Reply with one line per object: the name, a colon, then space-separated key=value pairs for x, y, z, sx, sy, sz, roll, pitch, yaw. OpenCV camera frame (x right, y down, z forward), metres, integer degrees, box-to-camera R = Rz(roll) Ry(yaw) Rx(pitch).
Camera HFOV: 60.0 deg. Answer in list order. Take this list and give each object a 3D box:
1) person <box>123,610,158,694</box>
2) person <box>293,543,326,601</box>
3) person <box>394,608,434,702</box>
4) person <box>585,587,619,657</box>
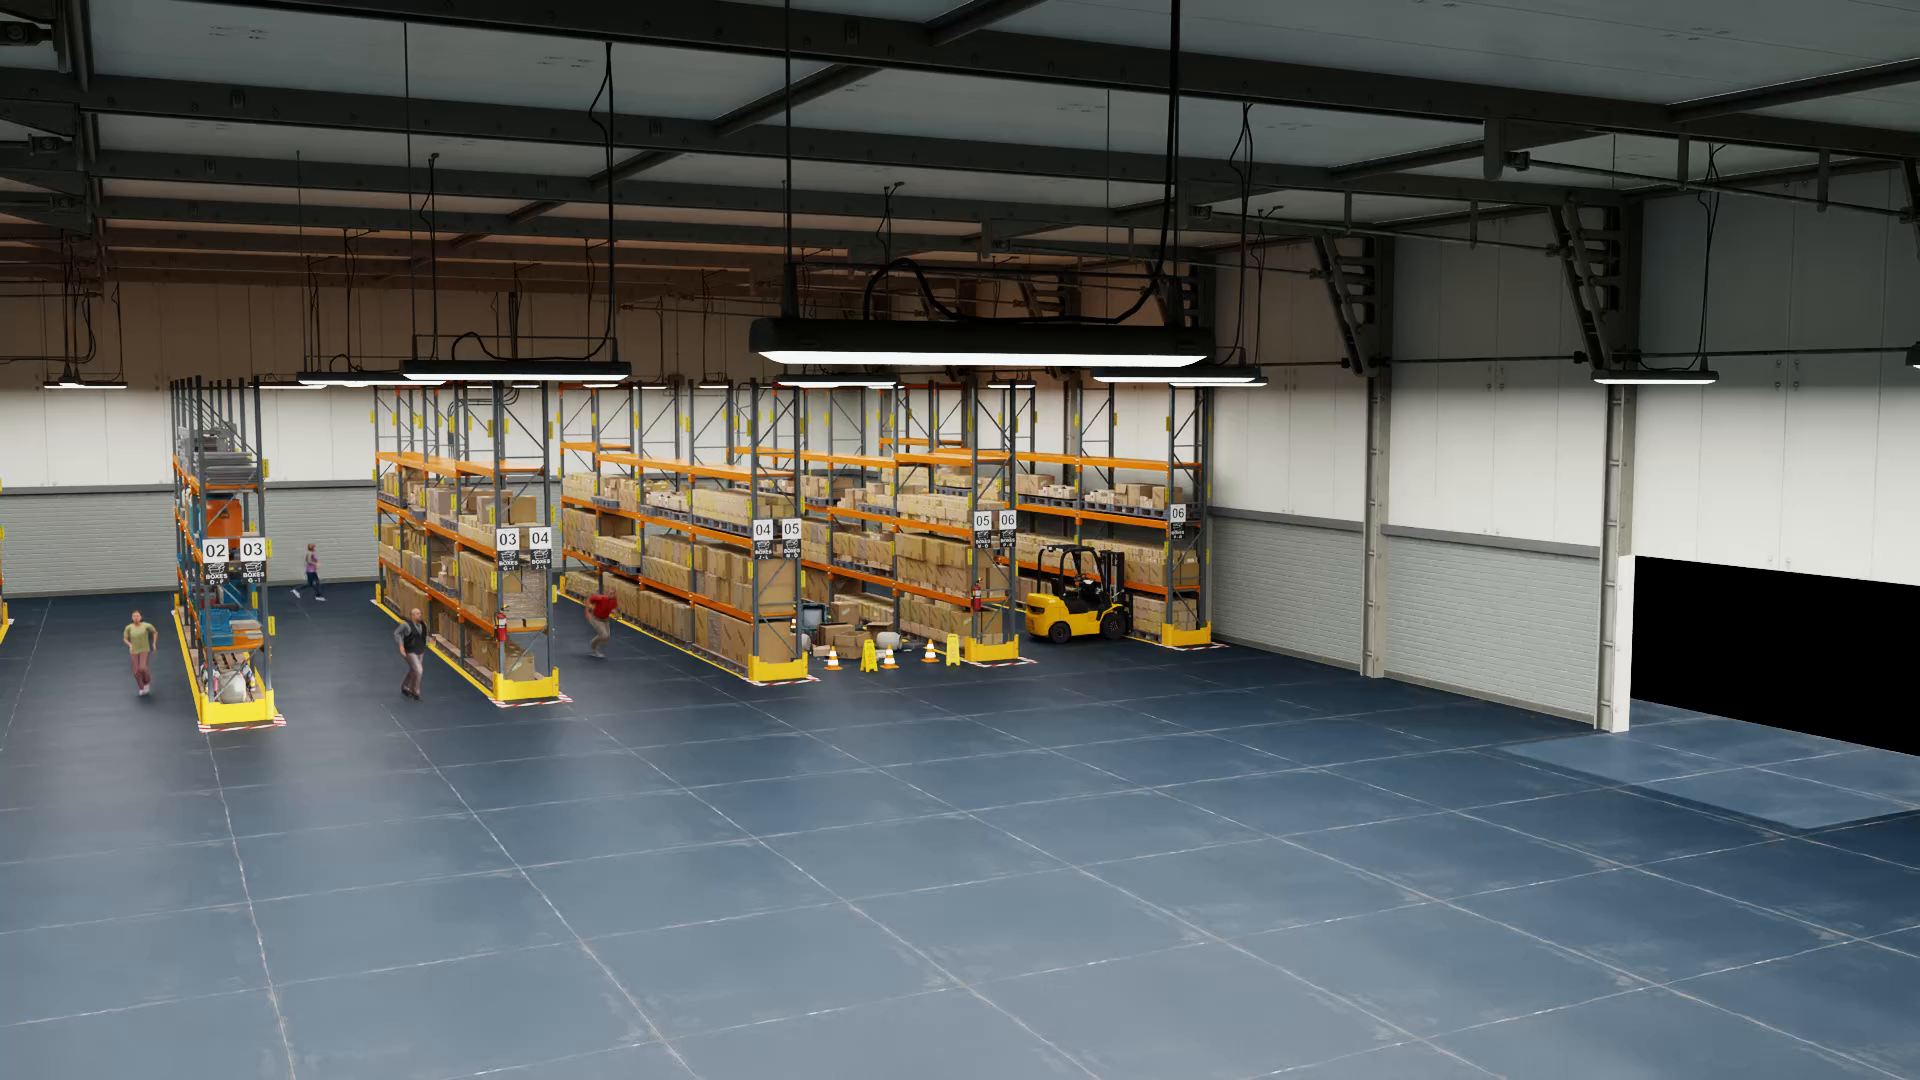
person: x=-15.425 y=2.118 z=31.276 sx=0.552 sy=1.626 sz=0.680 roll=-1 pitch=5 yaw=-14
person: x=-17.847 y=0.884 z=45.596 sx=0.850 sy=1.598 sz=0.550 roll=-1 pitch=5 yaw=-14
person: x=-10.142 y=2.145 z=30.907 sx=0.874 sy=1.772 sz=0.595 roll=3 pitch=6 yaw=28
person: x=-7.701 y=1.775 z=35.741 sx=0.890 sy=1.551 sz=0.694 roll=4 pitch=6 yaw=37
